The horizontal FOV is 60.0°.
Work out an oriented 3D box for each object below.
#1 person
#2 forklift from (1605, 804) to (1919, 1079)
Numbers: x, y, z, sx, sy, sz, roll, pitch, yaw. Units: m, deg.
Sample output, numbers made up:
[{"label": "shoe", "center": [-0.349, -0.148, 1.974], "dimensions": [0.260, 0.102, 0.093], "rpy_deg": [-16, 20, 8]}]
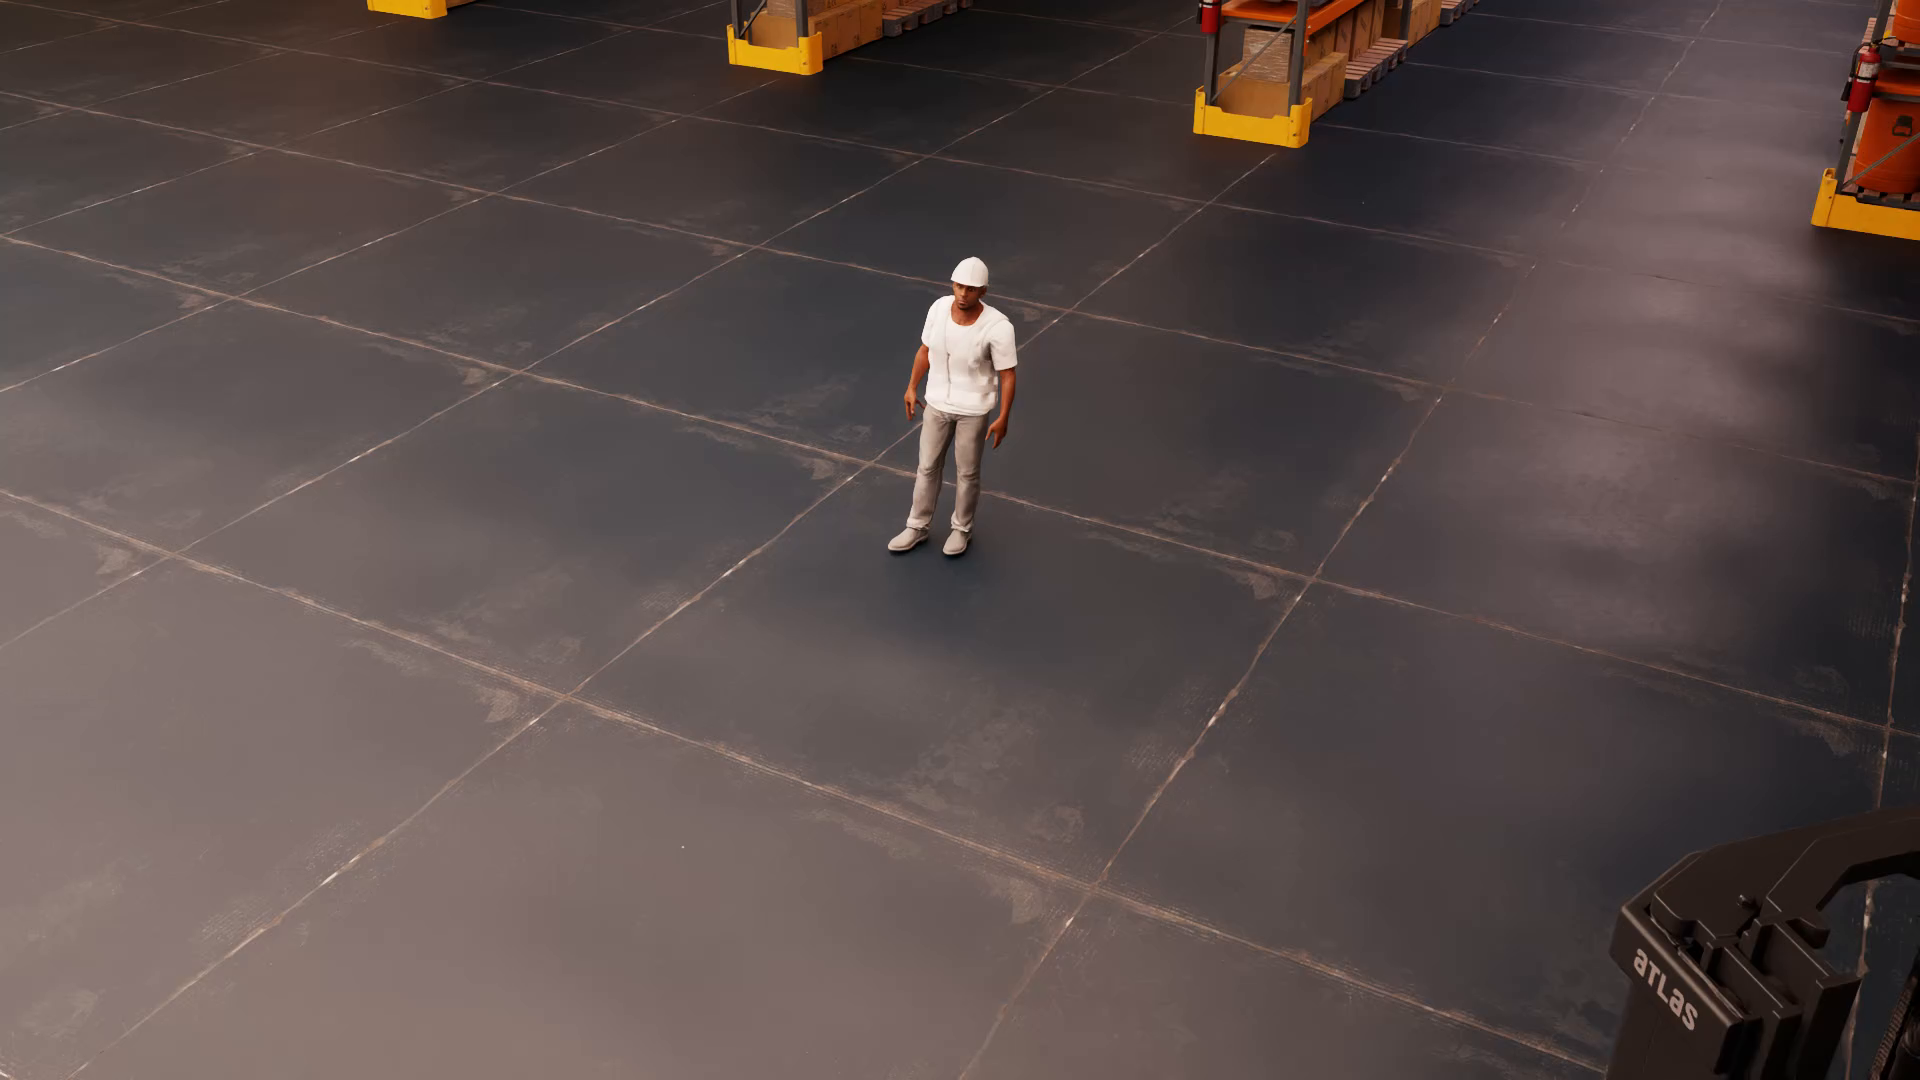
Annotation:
[{"label": "person", "center": [-0.039, -0.743, 9.508], "dimensions": [0.665, 1.765, 0.577], "rpy_deg": [15, 33, 25]}, {"label": "forklift", "center": [1.918, 2.137, 3.368], "dimensions": [1.130, 2.935, 3.031], "rpy_deg": [-8, 31, -14]}]
